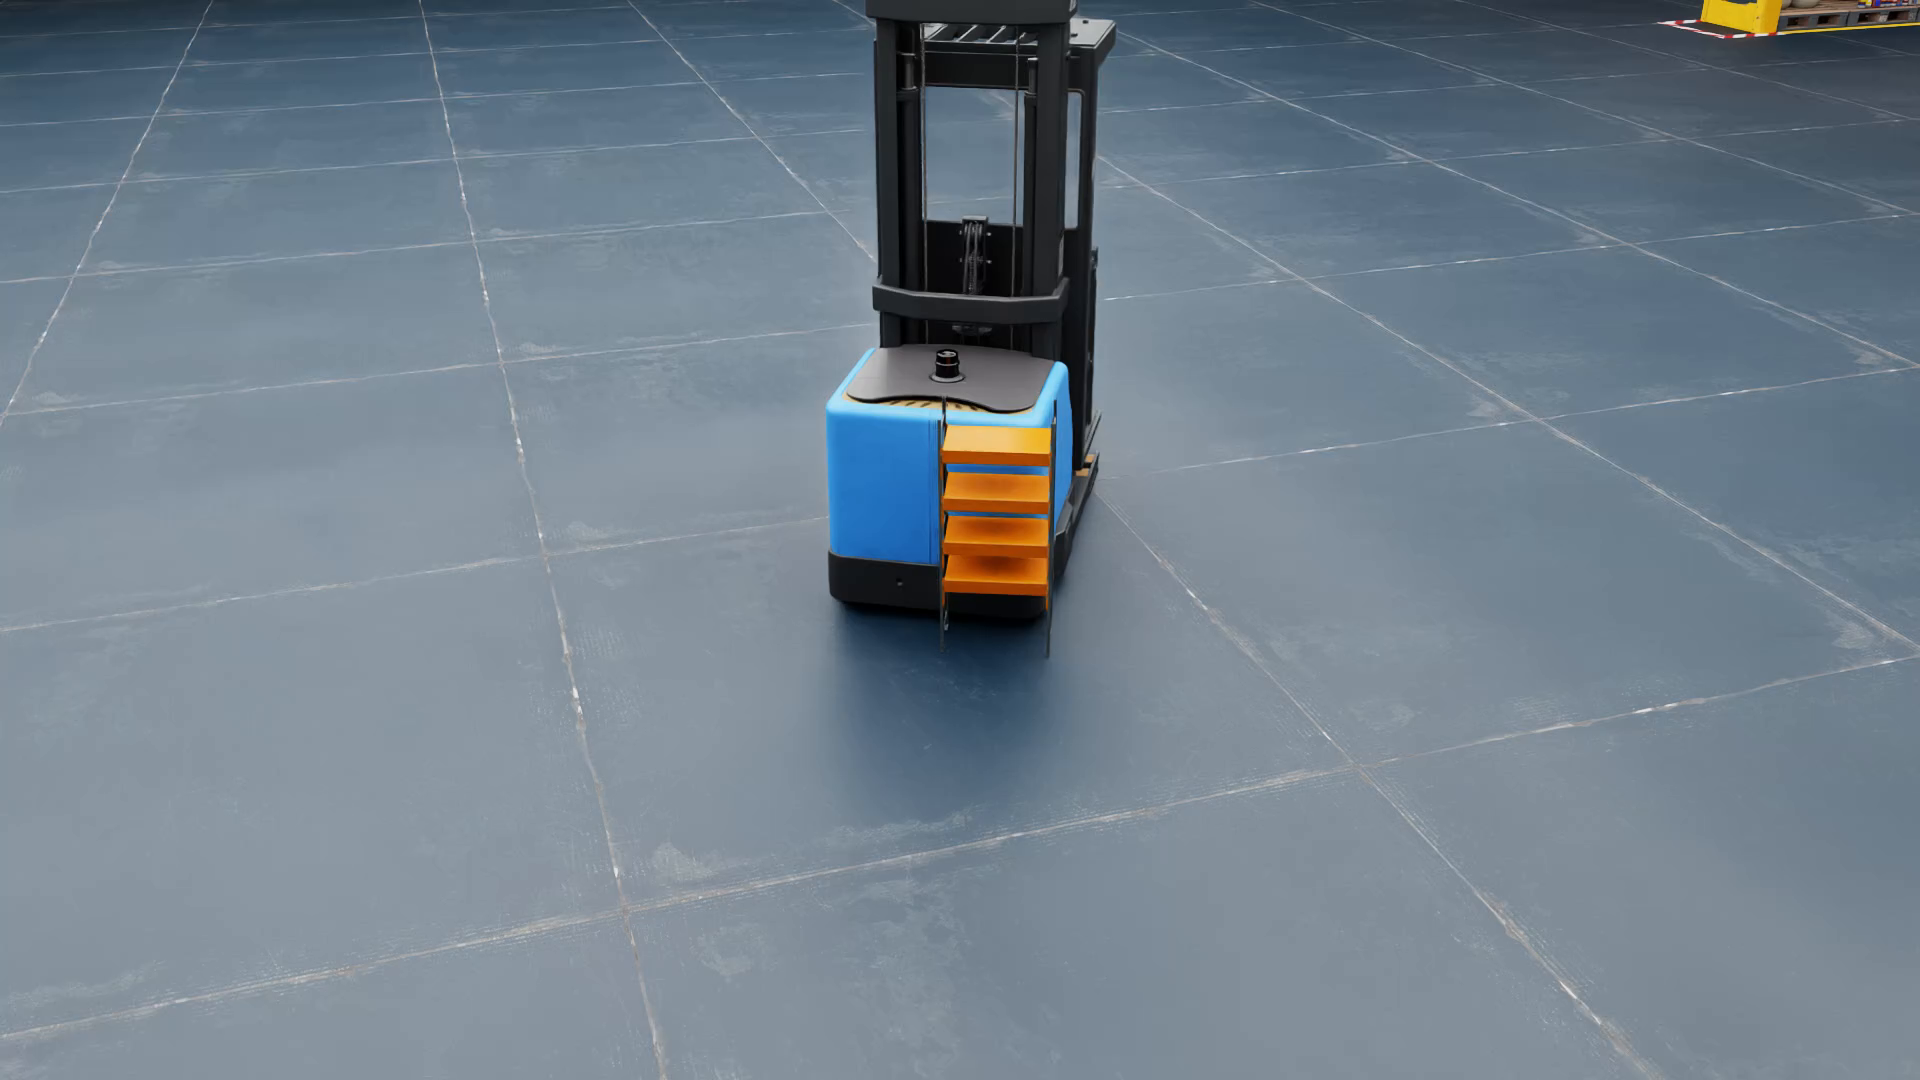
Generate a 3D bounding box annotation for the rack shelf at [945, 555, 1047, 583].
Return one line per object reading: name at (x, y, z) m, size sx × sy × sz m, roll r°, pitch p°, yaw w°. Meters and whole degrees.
rack shelf at (0.169, 0.137, 7.581) m, size 0.457 × 0.021 × 0.221 m, roll 2°, pitch 31°, yaw 4°

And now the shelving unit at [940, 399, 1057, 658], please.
shelving unit at (0.170, -0.046, 7.473) m, size 0.499 × 1.200 × 0.258 m, roll 2°, pitch 31°, yaw 4°

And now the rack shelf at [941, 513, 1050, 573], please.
rack shelf at (0.168, 0.012, 7.507) m, size 0.480 × 0.148 × 0.258 m, roll 2°, pitch 31°, yaw 4°

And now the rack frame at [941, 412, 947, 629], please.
rack frame at (-0.076, -0.054, 7.491) m, size 0.006 × 1.046 × 0.228 m, roll 2°, pitch 31°, yaw 4°

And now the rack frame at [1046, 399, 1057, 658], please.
rack frame at (0.410, -0.037, 7.455) m, size 0.015 × 1.200 × 0.240 m, roll 2°, pitch 31°, yaw 4°

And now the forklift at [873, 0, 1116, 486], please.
forklift at (0.178, -1.573, 8.623) m, size 1.121 × 2.935 × 3.031 m, roll 5°, pitch 27°, yaw 11°

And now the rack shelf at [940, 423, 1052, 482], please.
rack shelf at (0.165, -0.384, 7.274) m, size 0.480 × 0.148 × 0.258 m, roll 2°, pitch 31°, yaw 4°

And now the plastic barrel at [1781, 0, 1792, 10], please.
plastic barrel at (11.375, -7.666, 23.143) m, size 0.421 × 0.512 × 0.421 m, roll 0°, pitch 26°, yaw 0°

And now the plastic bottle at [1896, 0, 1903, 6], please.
plastic bottle at (13.207, -7.651, 23.361) m, size 0.097 × 0.271 × 0.097 m, roll 0°, pitch 26°, yaw 0°

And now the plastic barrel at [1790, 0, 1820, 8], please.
plastic barrel at (11.852, -7.735, 23.282) m, size 0.421 × 0.512 × 0.421 m, roll 0°, pitch 26°, yaw 0°

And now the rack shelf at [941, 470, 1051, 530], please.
rack shelf at (0.166, -0.181, 7.394) m, size 0.480 × 0.148 × 0.258 m, roll 2°, pitch 31°, yaw 4°

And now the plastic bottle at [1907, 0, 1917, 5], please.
plastic bottle at (13.408, -7.695, 23.444) m, size 0.135 × 0.276 × 0.152 m, roll -8°, pitch 27°, yaw -15°

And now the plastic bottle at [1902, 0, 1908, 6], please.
plastic bottle at (13.304, -7.633, 23.405) m, size 0.097 × 0.201 × 0.097 m, roll 0°, pitch 26°, yaw 0°

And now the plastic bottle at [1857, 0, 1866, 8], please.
plastic bottle at (12.594, -7.562, 23.182) m, size 0.097 × 0.271 × 0.097 m, roll 0°, pitch 26°, yaw 0°

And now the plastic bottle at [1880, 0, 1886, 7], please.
plastic bottle at (12.920, -7.609, 23.277) m, size 0.097 × 0.271 × 0.097 m, roll 0°, pitch 26°, yaw 0°

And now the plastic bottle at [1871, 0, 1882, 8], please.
plastic bottle at (12.815, -7.591, 23.227) m, size 0.133 × 0.283 × 0.061 m, roll -8°, pitch 27°, yaw -15°

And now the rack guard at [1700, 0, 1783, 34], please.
rack guard at (10.831, -7.380, 23.053) m, size 0.348 × 0.500 × 1.175 m, roll -8°, pitch 28°, yaw -16°

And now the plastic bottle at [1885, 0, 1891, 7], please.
plastic bottle at (13.015, -7.623, 23.305) m, size 0.097 × 0.271 × 0.097 m, roll 0°, pitch 26°, yaw 0°
